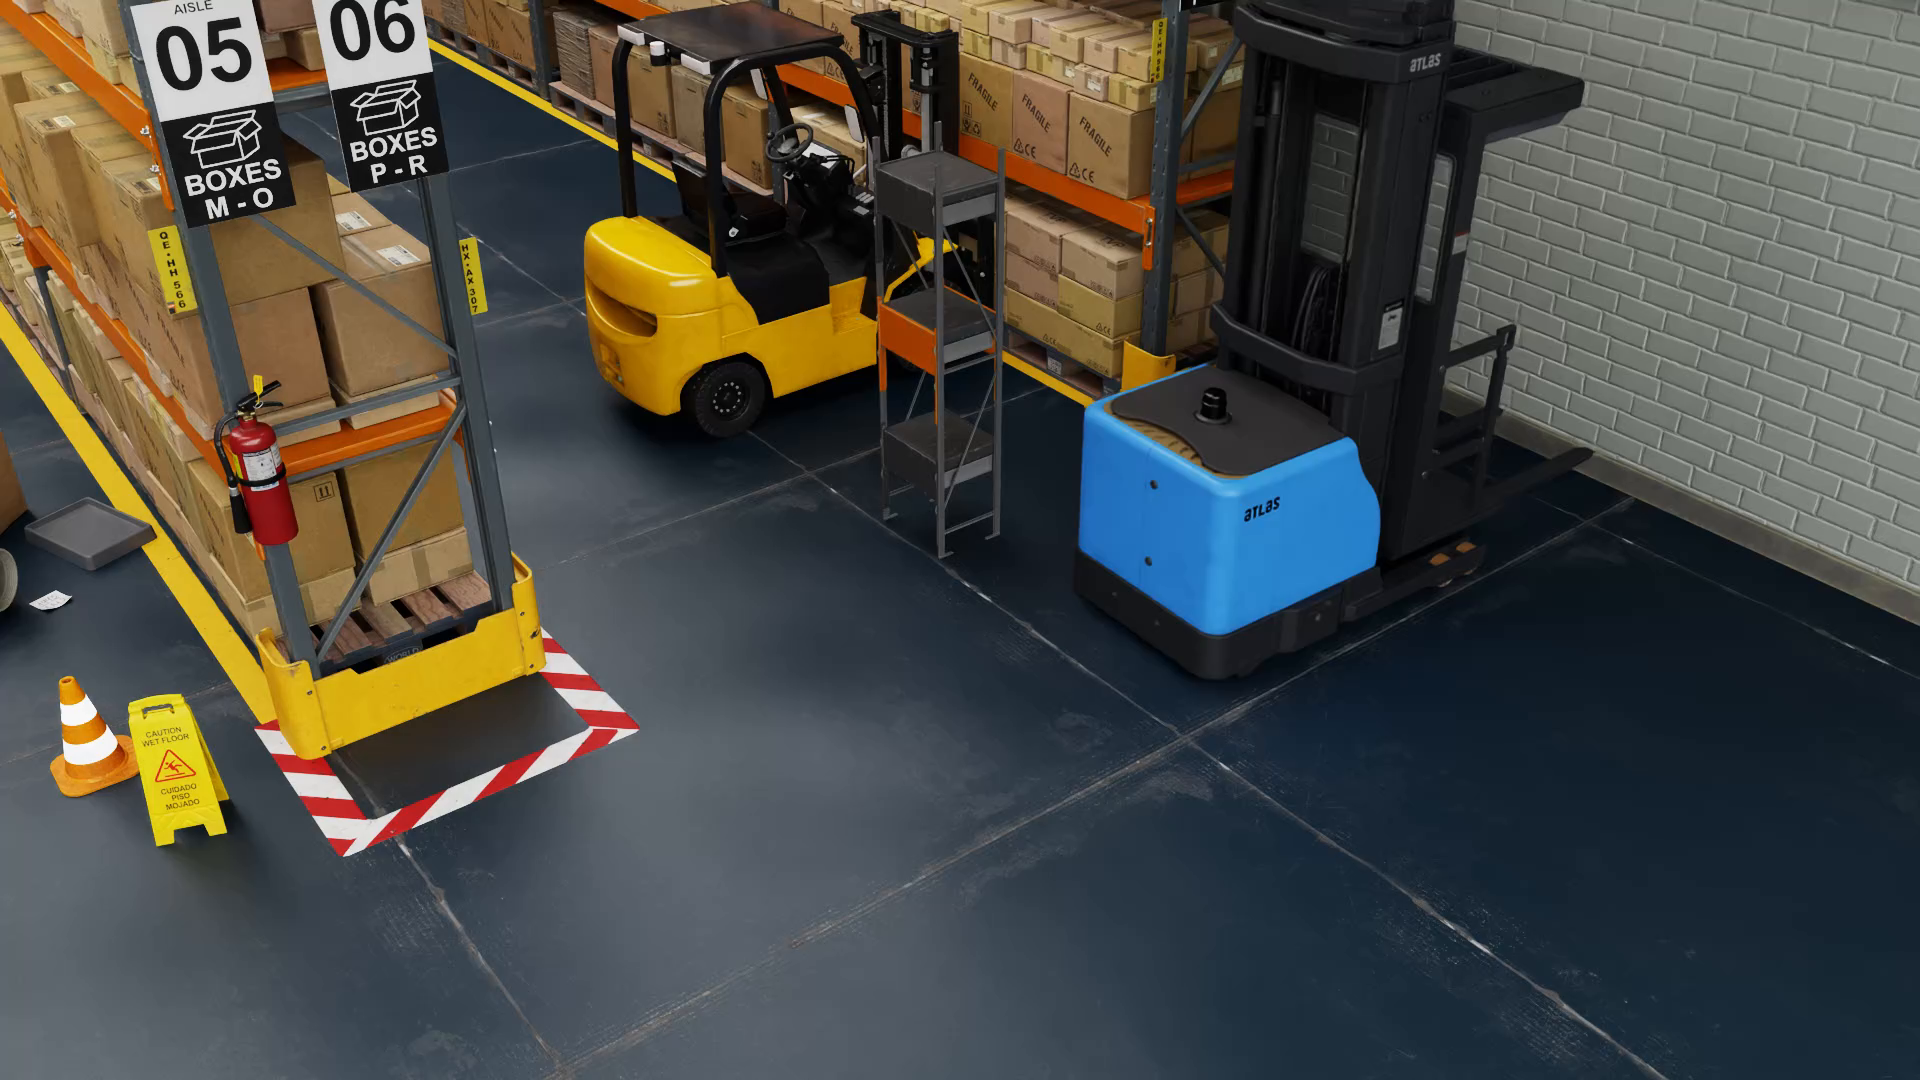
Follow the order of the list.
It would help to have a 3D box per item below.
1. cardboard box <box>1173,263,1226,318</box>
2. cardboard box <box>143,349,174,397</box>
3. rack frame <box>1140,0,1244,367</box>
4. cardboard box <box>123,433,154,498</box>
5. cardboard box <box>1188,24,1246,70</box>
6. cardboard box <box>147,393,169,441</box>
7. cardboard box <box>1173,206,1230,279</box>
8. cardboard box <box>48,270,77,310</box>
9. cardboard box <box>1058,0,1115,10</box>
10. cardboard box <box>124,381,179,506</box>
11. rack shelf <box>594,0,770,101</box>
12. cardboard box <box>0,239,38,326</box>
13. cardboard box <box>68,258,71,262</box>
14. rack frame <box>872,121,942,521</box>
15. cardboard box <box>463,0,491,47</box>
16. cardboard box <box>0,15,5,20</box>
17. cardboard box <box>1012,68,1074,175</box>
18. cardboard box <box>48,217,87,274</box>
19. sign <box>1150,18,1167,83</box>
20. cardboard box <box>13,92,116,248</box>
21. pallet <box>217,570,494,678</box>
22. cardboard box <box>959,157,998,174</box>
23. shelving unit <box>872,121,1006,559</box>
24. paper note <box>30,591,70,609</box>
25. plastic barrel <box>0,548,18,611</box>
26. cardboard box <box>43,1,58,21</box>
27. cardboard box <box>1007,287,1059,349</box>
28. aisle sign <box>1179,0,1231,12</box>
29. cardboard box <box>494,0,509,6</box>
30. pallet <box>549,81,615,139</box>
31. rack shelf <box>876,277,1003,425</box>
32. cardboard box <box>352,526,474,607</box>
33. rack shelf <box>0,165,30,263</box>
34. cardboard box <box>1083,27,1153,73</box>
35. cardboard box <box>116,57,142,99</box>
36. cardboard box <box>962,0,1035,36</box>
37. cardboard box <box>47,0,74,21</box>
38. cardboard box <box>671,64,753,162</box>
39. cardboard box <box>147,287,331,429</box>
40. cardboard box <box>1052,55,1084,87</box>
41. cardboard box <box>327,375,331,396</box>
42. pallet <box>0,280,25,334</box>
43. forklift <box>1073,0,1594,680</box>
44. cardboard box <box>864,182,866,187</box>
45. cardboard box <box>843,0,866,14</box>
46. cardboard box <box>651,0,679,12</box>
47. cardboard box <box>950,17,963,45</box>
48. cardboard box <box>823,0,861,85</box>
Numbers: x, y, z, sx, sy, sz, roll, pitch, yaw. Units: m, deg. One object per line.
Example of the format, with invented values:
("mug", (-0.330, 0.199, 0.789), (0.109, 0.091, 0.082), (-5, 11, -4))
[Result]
("cardboard box", (1.356, -1.628, 10.263), (0.500, 0.250, 0.500), (-21, 38, -31))
("cardboard box", (-3.401, -0.796, 7.426), (0.380, 0.149, 0.250), (-22, 38, -31))
("rack frame", (1.481, -2.142, 9.356), (1.000, 3.000, 0.127), (-22, 38, -31))
("cardboard box", (-4.079, -0.440, 8.823), (0.500, 0.250, 0.500), (-23, 38, -32))
("cardboard box", (1.443, -2.796, 9.417), (0.380, 0.149, 0.250), (-23, 39, -32))
("cardboard box", (-3.565, -0.626, 7.797), (0.380, 0.149, 0.250), (-22, 38, -31))
("cardboard box", (1.335, -1.839, 10.128), (0.500, 0.250, 0.500), (-23, 39, -32))
("cardboard box", (-4.713, -1.402, 9.046), (0.380, 0.149, 0.250), (-22, 38, -31))
("cardboard box", (0.815, -3.231, 10.118), (0.380, 0.149, 0.250), (-21, 38, -30))
("cardboard box", (-3.762, -0.542, 8.277), (0.500, 0.500, 0.500), (-23, 39, -32))
("rack shelf", (-2.199, -4.337, 13.572), (1.077, 0.370, 4.000), (-22, 38, -31))
("cardboard box", (-5.658, -1.780, 10.866), (0.950, 0.372, 0.625), (-20, 37, -29))
("cardboard box", (-4.444, -1.556, 8.651), (0.380, 0.149, 0.250), (-21, 38, -30))
("rack frame", (-0.251, -1.063, 8.471), (0.400, 2.100, 0.015), (-22, 38, -31))
("cardboard box", (-4.476, -5.129, 16.136), (0.500, 0.500, 0.500), (-20, 37, -29))
("cardboard box", (-4.792, -2.542, 8.675), (0.700, 0.500, 0.500), (-23, 38, -32))
("cardboard box", (0.661, -2.524, 9.876), (0.500, 0.500, 0.500), (-21, 38, -30))
("cardboard box", (-4.217, -1.682, 8.239), (0.500, 0.500, 0.500), (-23, 38, -32))
("sign", (1.044, -2.565, 8.715), (0.100, 0.325, 0.005), (-22, 38, -31))
("cardboard box", (-3.622, -1.663, 7.261), (0.700, 0.500, 0.500), (-23, 38, -32))
("pallet", (-2.955, 0.268, 8.118), (1.003, 0.211, 1.213), (-22, 38, -31))
("cardboard box", (0.012, -2.300, 10.871), (0.500, 0.250, 0.500), (-23, 39, -32))
("shelving unit", (-0.101, -0.961, 8.307), (0.431, 2.100, 0.503), (-22, 38, -31))
("paper note", (-4.506, 0.297, 8.242), (0.148, 0.019, 0.142), (18, 36, 27))
("plastic barrel", (-4.900, 0.189, 8.045), (0.512, 0.421, 0.421), (1, 32, 2))
("cardboard box", (-3.641, -2.303, 7.011), (0.380, 0.149, 0.250), (-23, 39, -33))
("cardboard box", (0.646, -1.457, 10.460), (0.500, 0.250, 0.500), (-22, 38, -31))
("aisle sign", (1.289, -3.124, 8.473), (0.394, 0.787, 0.004), (-22, 38, -31))
("cardboard box", (-4.120, -5.096, 15.469), (0.380, 0.149, 0.250), (-24, 39, -34))
("pallet", (-2.951, -3.936, 14.887), (1.003, 0.211, 1.213), (-22, 38, -31))
("rack shelf", (-0.101, -0.949, 8.314), (0.431, 0.518, 0.480), (-22, 38, -31))
("cardboard box", (-2.714, 0.029, 8.068), (0.500, 0.250, 0.500), (-23, 38, -32))
("rack shelf", (-6.117, -2.730, 10.984), (1.077, 0.370, 4.000), (-22, 38, -31))
("cardboard box", (0.919, -2.761, 9.360), (0.380, 0.149, 0.250), (-22, 38, -31))
("cardboard box", (-2.878, -1.761, 6.137), (0.380, 0.149, 0.250), (-22, 38, -31))
("cardboard box", (0.233, -3.167, 10.015), (0.380, 0.149, 0.250), (-21, 38, -30))
("cardboard box", (-3.262, -2.212, 6.486), (0.500, 0.250, 0.500), (-23, 38, -32))
("cardboard box", (-1.771, -3.519, 13.425), (0.875, 0.625, 0.625), (-23, 38, -32))
("cardboard box", (-2.988, -0.841, 6.884), (0.500, 0.500, 0.500), (-23, 39, -32))
("cardboard box", (0.756, -2.739, 9.608), (0.380, 0.149, 0.250), (-21, 38, -31))
("cardboard box", (-2.649, -0.737, 7.332), (0.380, 0.149, 0.250), (-22, 38, -31))
("pallet", (-6.122, -1.850, 11.529), (1.003, 0.211, 1.213), (-22, 38, -31))
("forklift", (2.054, -1.214, 7.927), (3.031, 2.935, 1.130), (-21, 37, -30))
("cardboard box", (-0.310, -2.308, 11.358), (0.500, 0.250, 0.500), (-23, 38, -32))
("cardboard box", (-0.550, -3.576, 10.954), (0.380, 0.149, 0.250), (-21, 38, -30))
("cardboard box", (-2.081, -4.296, 12.966), (0.500, 0.250, 0.500), (-22, 38, -31))
("cardboard box", (0.159, -3.174, 10.308), (0.380, 0.149, 0.250), (-23, 38, -32))
("cardboard box", (-0.574, -3.371, 11.239), (0.500, 0.500, 0.500), (-22, 38, -31))
